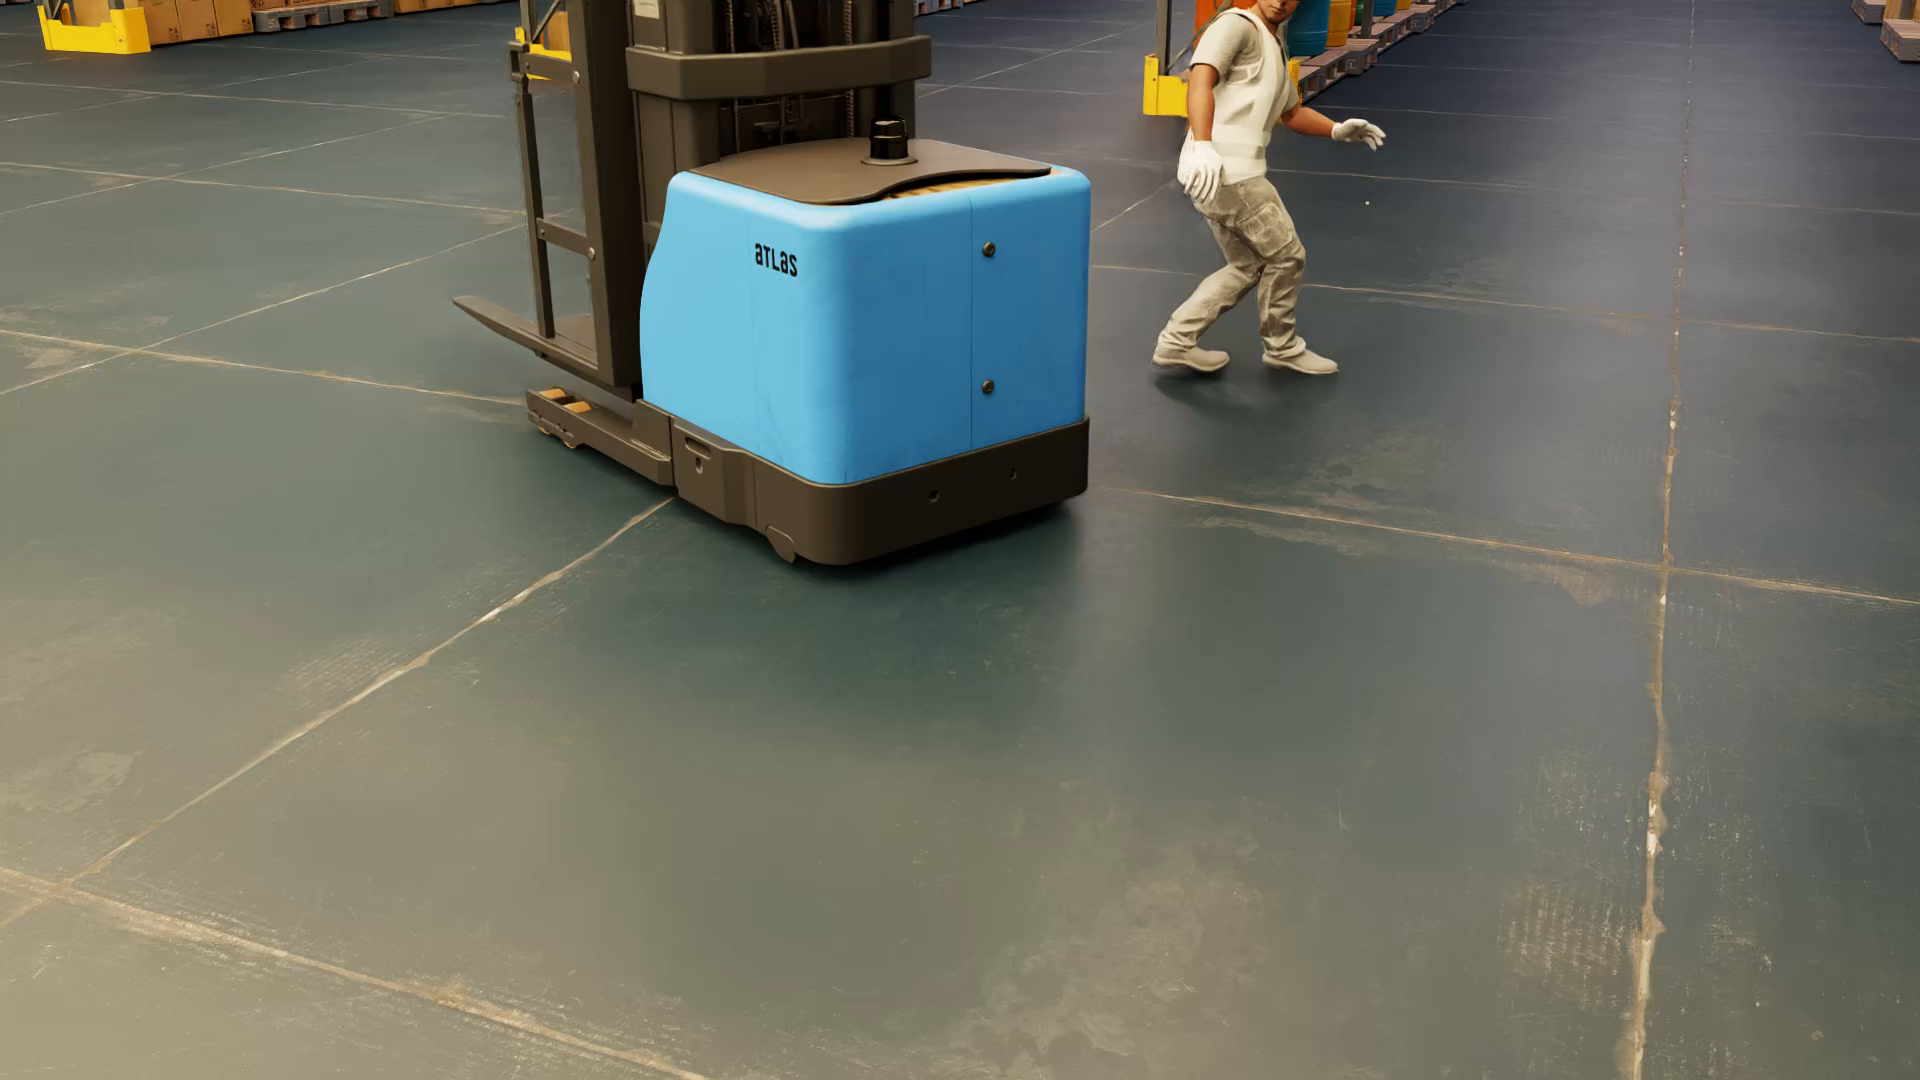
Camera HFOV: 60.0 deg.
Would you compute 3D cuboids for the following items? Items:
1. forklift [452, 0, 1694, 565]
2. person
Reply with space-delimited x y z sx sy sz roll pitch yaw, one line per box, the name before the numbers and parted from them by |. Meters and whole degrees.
forklift | 3.760 -6.299 16.363 23.089 2.935 15.463 -17 28 -35
person | 1.188 -1.378 6.298 0.841 1.646 0.841 2 23 5
